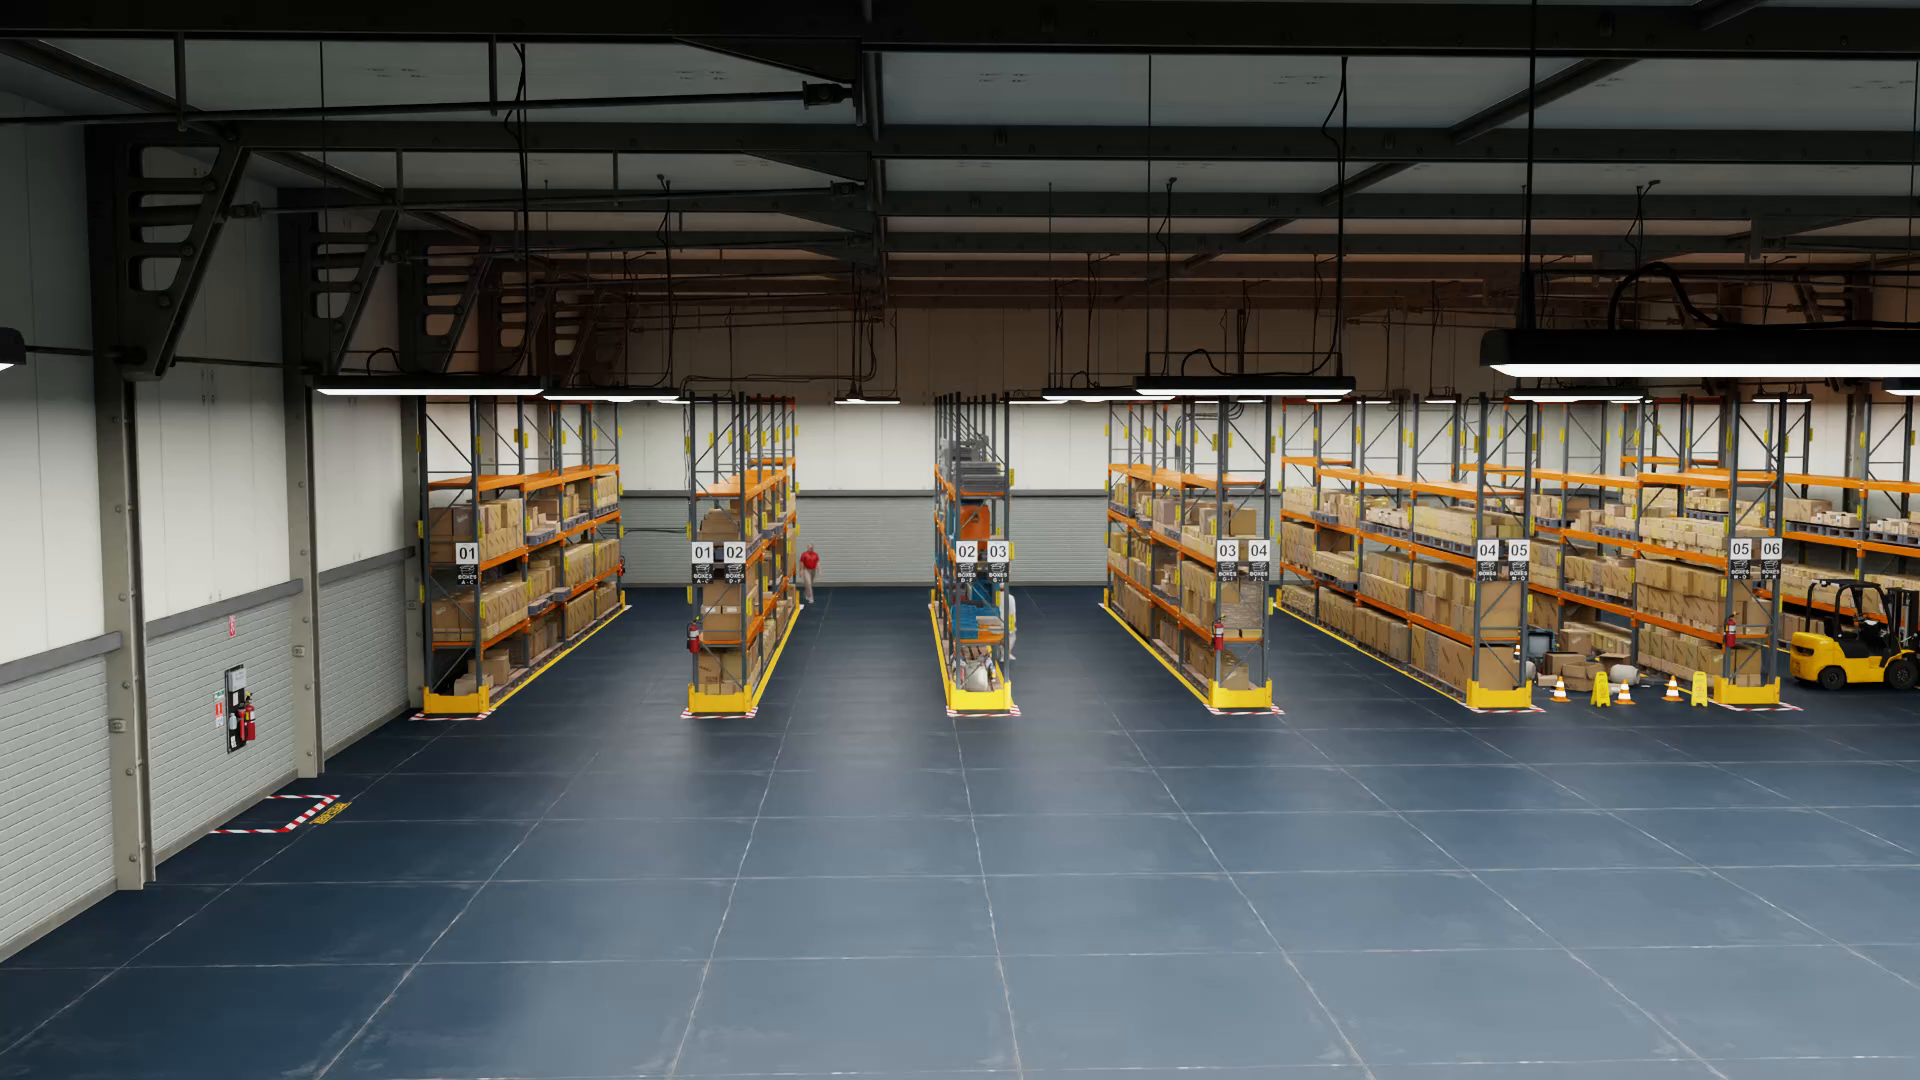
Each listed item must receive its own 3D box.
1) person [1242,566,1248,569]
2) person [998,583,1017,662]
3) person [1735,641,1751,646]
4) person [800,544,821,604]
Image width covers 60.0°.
[{"bbox_3d":[8.161,0.944,48.786,0.550,1.719,1.068,0,5,-4],"label":"person"},{"bbox_3d":[0.973,1.848,37.342,0.627,1.776,0.540,1,5,13],"label":"person"},{"bbox_3d":[17.176,1.983,36.317,0.637,1.674,0.778,-1,5,-13],"label":"person"},{"bbox_3d":[-4.401,0.967,48.863,0.564,1.724,0.945,-3,6,-35],"label":"person"}]
